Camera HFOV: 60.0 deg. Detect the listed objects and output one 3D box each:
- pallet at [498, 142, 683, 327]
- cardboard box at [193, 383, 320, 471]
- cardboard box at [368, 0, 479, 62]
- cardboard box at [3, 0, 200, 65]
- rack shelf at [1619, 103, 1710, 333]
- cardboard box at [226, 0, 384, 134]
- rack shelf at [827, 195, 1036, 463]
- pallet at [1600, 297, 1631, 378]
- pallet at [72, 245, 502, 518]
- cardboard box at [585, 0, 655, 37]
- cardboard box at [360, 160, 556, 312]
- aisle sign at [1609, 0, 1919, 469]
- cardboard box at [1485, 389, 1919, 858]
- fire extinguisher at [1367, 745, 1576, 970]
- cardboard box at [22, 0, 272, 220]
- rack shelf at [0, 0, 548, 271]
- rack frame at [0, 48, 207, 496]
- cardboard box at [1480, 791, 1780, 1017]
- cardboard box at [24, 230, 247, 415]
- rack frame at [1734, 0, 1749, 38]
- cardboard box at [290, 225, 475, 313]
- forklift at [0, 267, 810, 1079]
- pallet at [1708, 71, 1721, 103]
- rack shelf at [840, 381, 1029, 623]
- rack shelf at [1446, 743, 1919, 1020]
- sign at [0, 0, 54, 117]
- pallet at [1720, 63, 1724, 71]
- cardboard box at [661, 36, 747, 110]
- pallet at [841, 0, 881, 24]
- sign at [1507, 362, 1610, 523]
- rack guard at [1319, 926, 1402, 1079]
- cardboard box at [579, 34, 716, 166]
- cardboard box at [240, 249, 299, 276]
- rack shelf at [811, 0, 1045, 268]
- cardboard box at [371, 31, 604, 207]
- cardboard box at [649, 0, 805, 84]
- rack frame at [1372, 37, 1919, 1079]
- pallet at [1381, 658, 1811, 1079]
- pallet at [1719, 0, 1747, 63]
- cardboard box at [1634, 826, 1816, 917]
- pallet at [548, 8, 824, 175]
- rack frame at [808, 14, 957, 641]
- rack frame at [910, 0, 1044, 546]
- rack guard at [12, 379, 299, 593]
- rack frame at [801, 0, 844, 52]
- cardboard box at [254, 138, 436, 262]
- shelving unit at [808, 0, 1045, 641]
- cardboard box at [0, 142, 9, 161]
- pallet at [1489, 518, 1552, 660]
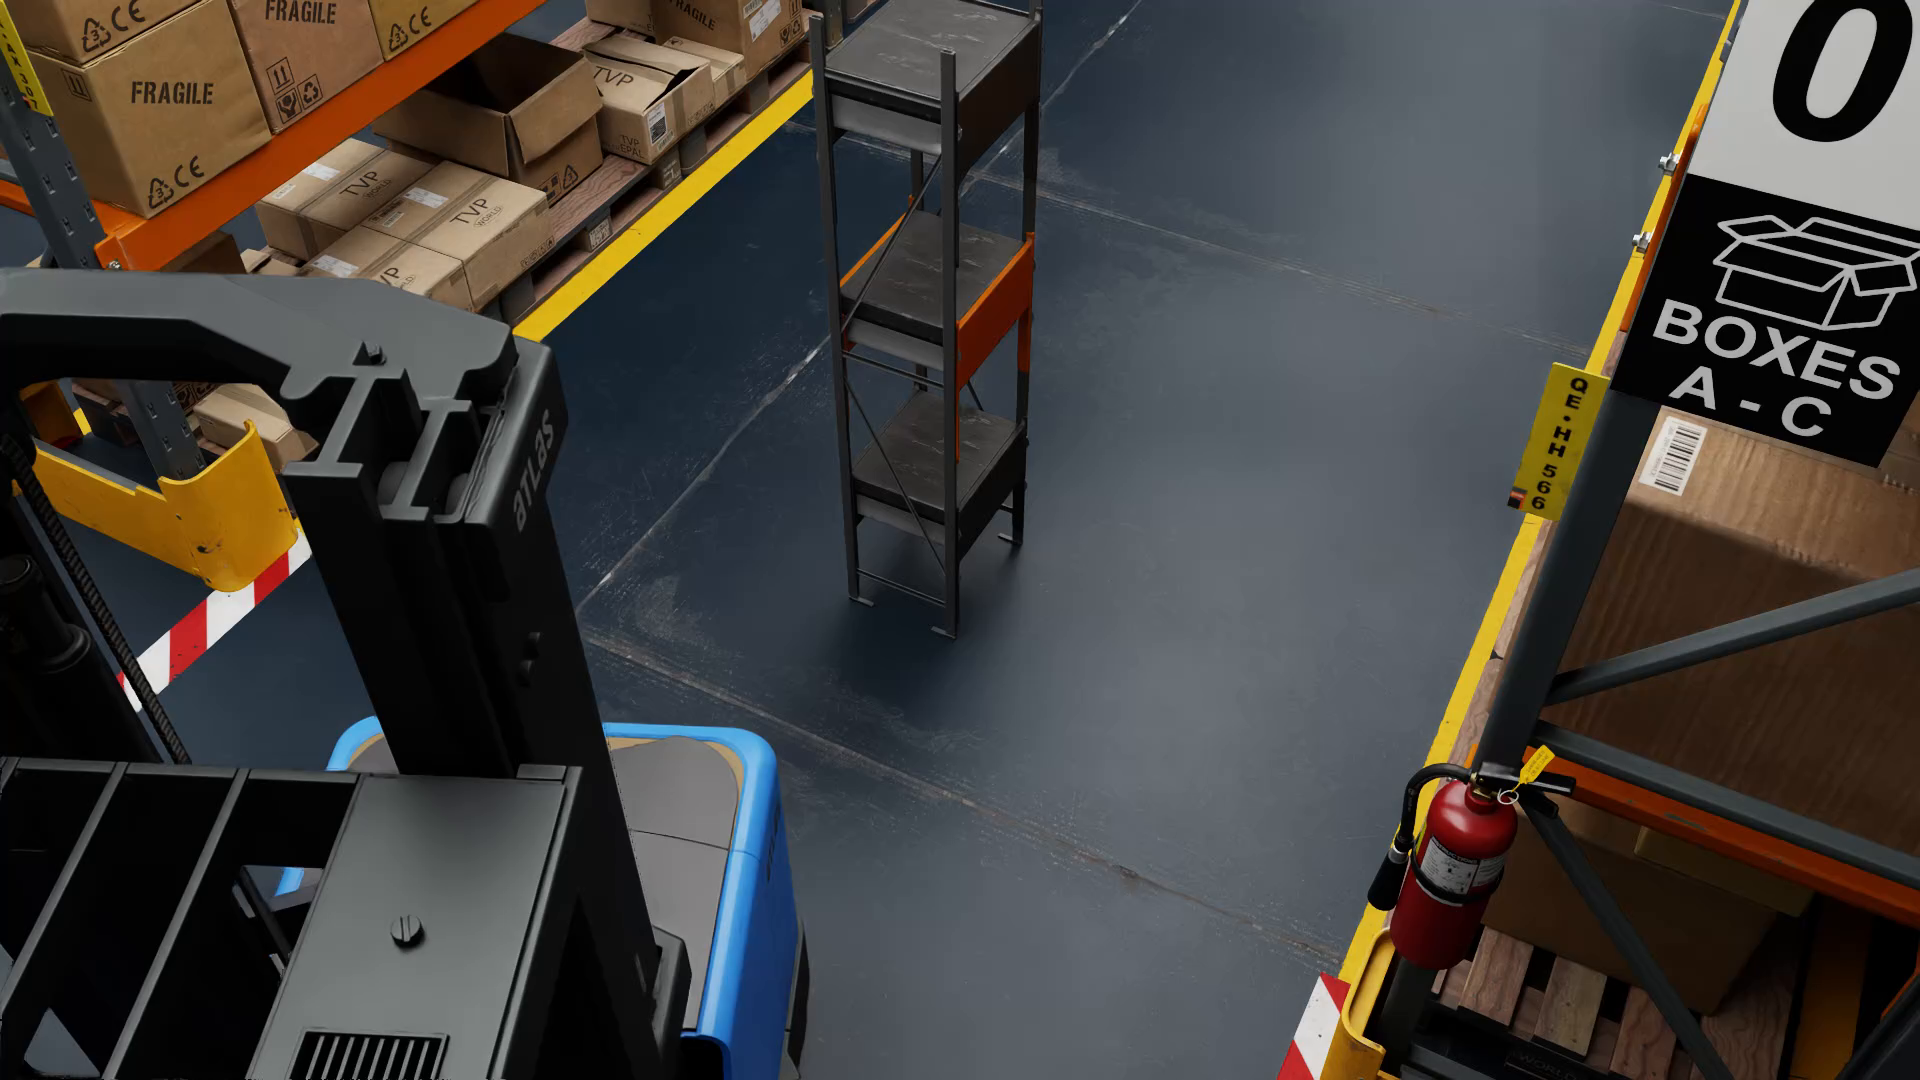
[{"bbox_3d":[-1.929,-1.450,7.035,1.003,0.211,1.213,20,49,19],"label":"pallet"},{"bbox_3d":[-2.402,-0.417,5.749,0.380,0.149,0.250,20,49,19],"label":"cardboard box"},{"bbox_3d":[-1.991,-1.984,5.532,0.500,0.500,0.500,20,49,19],"label":"cardboard box"},{"bbox_3d":[-2.461,-1.694,4.542,0.500,0.500,0.500,22,49,20],"label":"cardboard box"},{"bbox_3d":[2.417,-1.543,3.563,1.077,0.370,4.000,20,49,19],"label":"rack shelf"},{"bbox_3d":[-2.226,-1.669,5.220,0.500,0.500,0.500,20,49,19],"label":"cardboard box"},{"bbox_3d":[-0.077,-0.624,4.910,0.431,0.518,0.480,20,49,19],"label":"rack shelf"},{"bbox_3d":[2.923,-0.568,6.163,1.003,0.211,1.213,20,49,19],"label":"pallet"},{"bbox_3d":[-2.496,-0.685,6.279,1.003,0.211,1.213,20,49,19],"label":"pallet"},{"bbox_3d":[-1.430,-2.651,7.842,0.500,0.311,0.500,20,49,19],"label":"cardboard box"},{"bbox_3d":[-1.933,-1.182,6.433,0.500,0.250,0.500,20,49,19],"label":"cardboard box"},{"bbox_3d":[1.190,-0.449,2.257,0.394,0.787,0.004,20,49,19],"label":"aisle sign"},{"bbox_3d":[1.717,0.089,3.343,0.980,0.700,0.700,23,50,21],"label":"cardboard box"},{"bbox_3d":[1.010,0.619,3.345,0.296,0.674,0.183,20,49,19],"label":"fire extinguisher"},{"bbox_3d":[-2.461,-1.342,4.897,0.500,0.500,0.500,21,49,20],"label":"cardboard box"},{"bbox_3d":[-1.972,-2.122,6.244,1.077,0.370,4.000,20,49,19],"label":"rack shelf"},{"bbox_3d":[-2.901,-1.115,4.743,1.000,3.000,0.127,20,49,19],"label":"rack frame"},{"bbox_3d":[1.725,0.776,4.337,0.700,0.500,0.500,20,49,19],"label":"cardboard box"},{"bbox_3d":[-2.866,-0.814,5.894,0.500,0.500,0.500,20,49,19],"label":"cardboard box"},{"bbox_3d":[1.489,-1.590,0.995,1.000,3.000,0.127,20,49,19],"label":"rack frame"},{"bbox_3d":[-2.165,-0.867,6.121,0.500,0.250,0.500,20,49,19],"label":"cardboard box"},{"bbox_3d":[-1.005,1.188,2.515,1.130,2.935,3.031,2,45,2],"label":"forklift"},{"bbox_3d":[3.637,-1.532,7.116,1.003,0.211,1.213,20,49,19],"label":"pallet"},{"bbox_3d":[-0.077,-0.132,5.408,0.431,0.518,0.480,20,49,19],"label":"rack shelf"},{"bbox_3d":[2.417,-0.489,4.630,1.077,0.370,4.000,20,49,19],"label":"rack shelf"},{"bbox_3d":[-2.420,-1.240,4.258,0.100,0.325,0.005,20,49,19],"label":"sign"},{"bbox_3d":[4.202,-2.304,7.878,1.003,0.211,1.213,20,49,19],"label":"pallet"},{"bbox_3d":[-1.178,-2.078,7.390,0.380,0.149,0.250,20,49,19],"label":"cardboard box"},{"bbox_3d":[-0.700,-3.179,8.744,1.003,0.211,1.213,20,49,19],"label":"pallet"},{"bbox_3d":[1.015,-0.160,2.818,0.100,0.325,0.005,20,49,19],"label":"sign"},{"bbox_3d":[1.478,1.412,4.003,1.175,0.500,0.348,20,49,19],"label":"rack guard"},{"bbox_3d":[-1.405,-1.919,7.119,0.500,0.311,0.500,20,49,19],"label":"cardboard box"},{"bbox_3d":[-2.599,-0.923,6.236,0.380,0.166,0.250,20,49,19],"label":"cardboard box"},{"bbox_3d":[-0.077,-1.116,4.412,0.431,0.518,0.480,20,49,19],"label":"rack shelf"},{"bbox_3d":[-1.911,-1.726,6.793,0.797,0.503,0.637,20,49,19],"label":"cardboard box"},{"bbox_3d":[-1.057,-2.458,7.518,0.500,0.500,0.500,20,49,19],"label":"cardboard box"},{"bbox_3d":[1.489,0.519,3.129,1.000,3.000,0.127,20,49,19],"label":"rack frame"},{"bbox_3d":[1.791,0.969,4.644,1.003,0.211,1.213,20,49,19],"label":"pallet"},{"bbox_3d":[1.824,-0.976,2.558,1.003,0.211,1.213,20,49,19],"label":"pallet"},{"bbox_3d":[1.844,0.692,3.963,0.380,0.149,0.250,21,49,19],"label":"cardboard box"},{"bbox_3d":[-1.363,-2.222,7.798,1.003,0.211,1.213,20,49,19],"label":"pallet"},{"bbox_3d":[-0.190,-0.480,4.748,0.400,2.100,0.015,20,49,19],"label":"rack frame"},{"bbox_3d":[0.036,-0.788,5.052,0.400,2.100,0.015,20,49,19],"label":"rack frame"},{"bbox_3d":[-2.865,-0.284,5.679,1.175,0.500,0.348,20,49,19],"label":"rack guard"},{"bbox_3d":[-1.044,-3.635,7.233,1.000,3.000,0.127,20,49,19],"label":"rack frame"},{"bbox_3d":[-2.399,-1.315,6.565,0.500,0.250,0.500,20,49,19],"label":"cardboard box"},{"bbox_3d":[-0.077,-0.634,4.900,0.431,2.100,0.503,20,49,19],"label":"shelving unit"},{"bbox_3d":[-2.934,-1.522,5.075,0.500,0.500,0.500,22,49,20],"label":"cardboard box"},{"bbox_3d":[2.358,0.204,5.400,1.003,0.211,1.213,20,49,19],"label":"pallet"}]
